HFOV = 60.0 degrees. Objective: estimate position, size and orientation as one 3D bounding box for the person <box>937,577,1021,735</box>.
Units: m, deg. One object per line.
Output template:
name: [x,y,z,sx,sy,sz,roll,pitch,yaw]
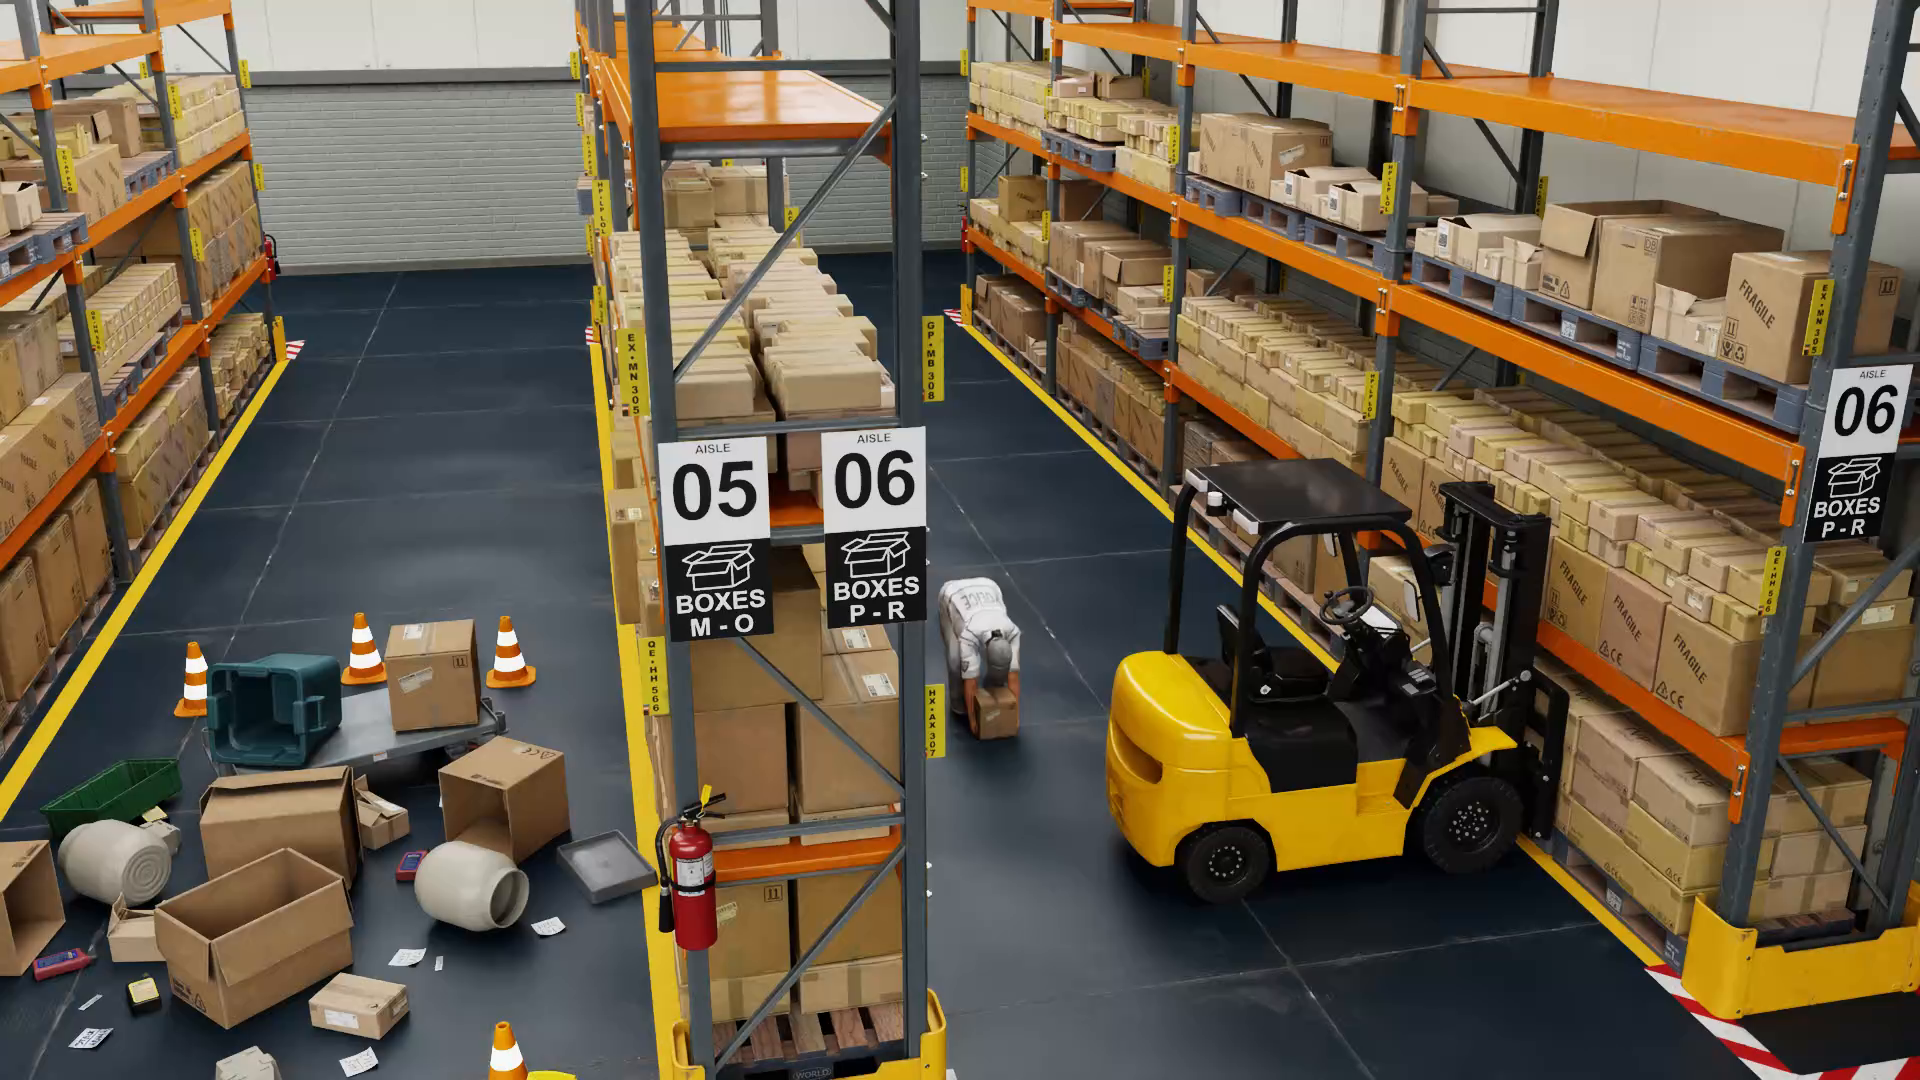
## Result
person: [0.147,0.755,11.145,0.502,0.875,0.937,-5,20,-15]
